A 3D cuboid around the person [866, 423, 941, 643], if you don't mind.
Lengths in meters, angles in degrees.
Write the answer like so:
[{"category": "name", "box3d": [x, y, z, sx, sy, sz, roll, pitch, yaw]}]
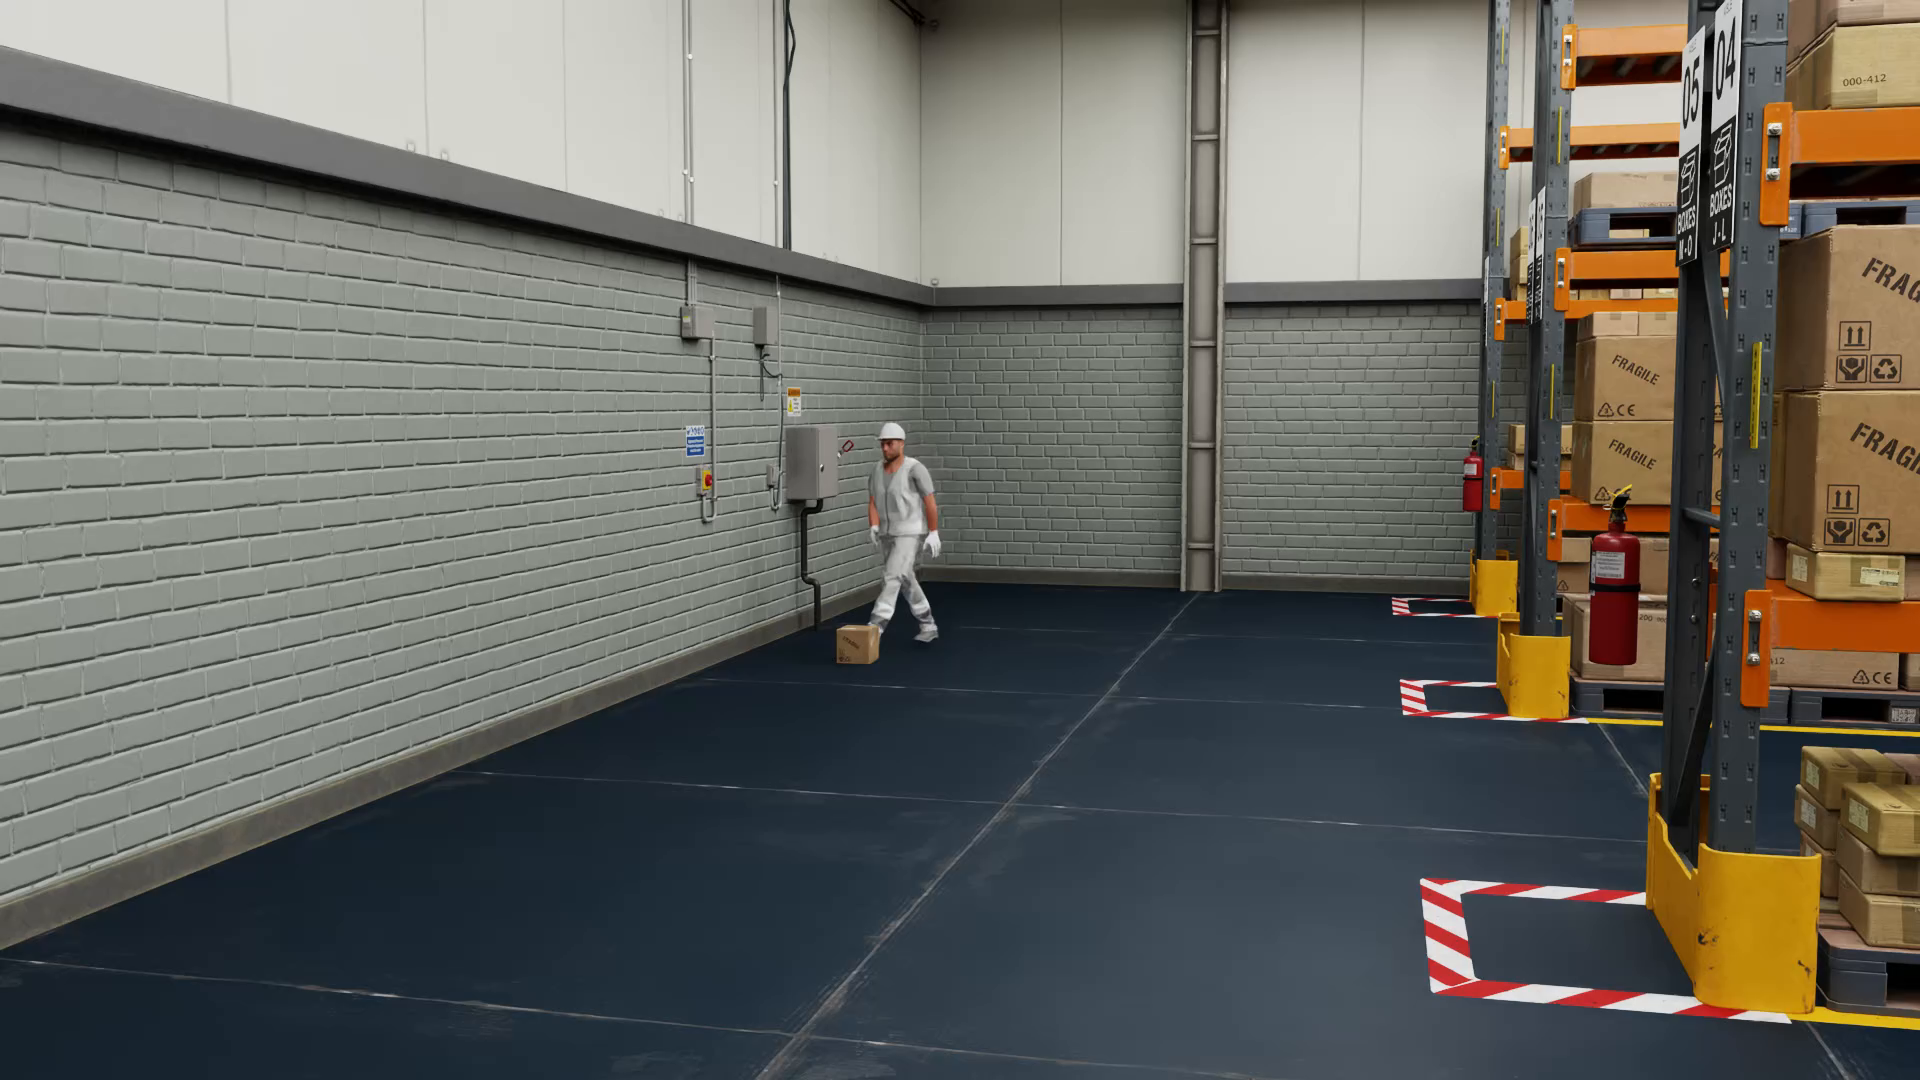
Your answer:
[{"category": "person", "box3d": [-0.523, -0.036, 12.677, 0.547, 1.712, 1.041, 4, 6, 41]}]
